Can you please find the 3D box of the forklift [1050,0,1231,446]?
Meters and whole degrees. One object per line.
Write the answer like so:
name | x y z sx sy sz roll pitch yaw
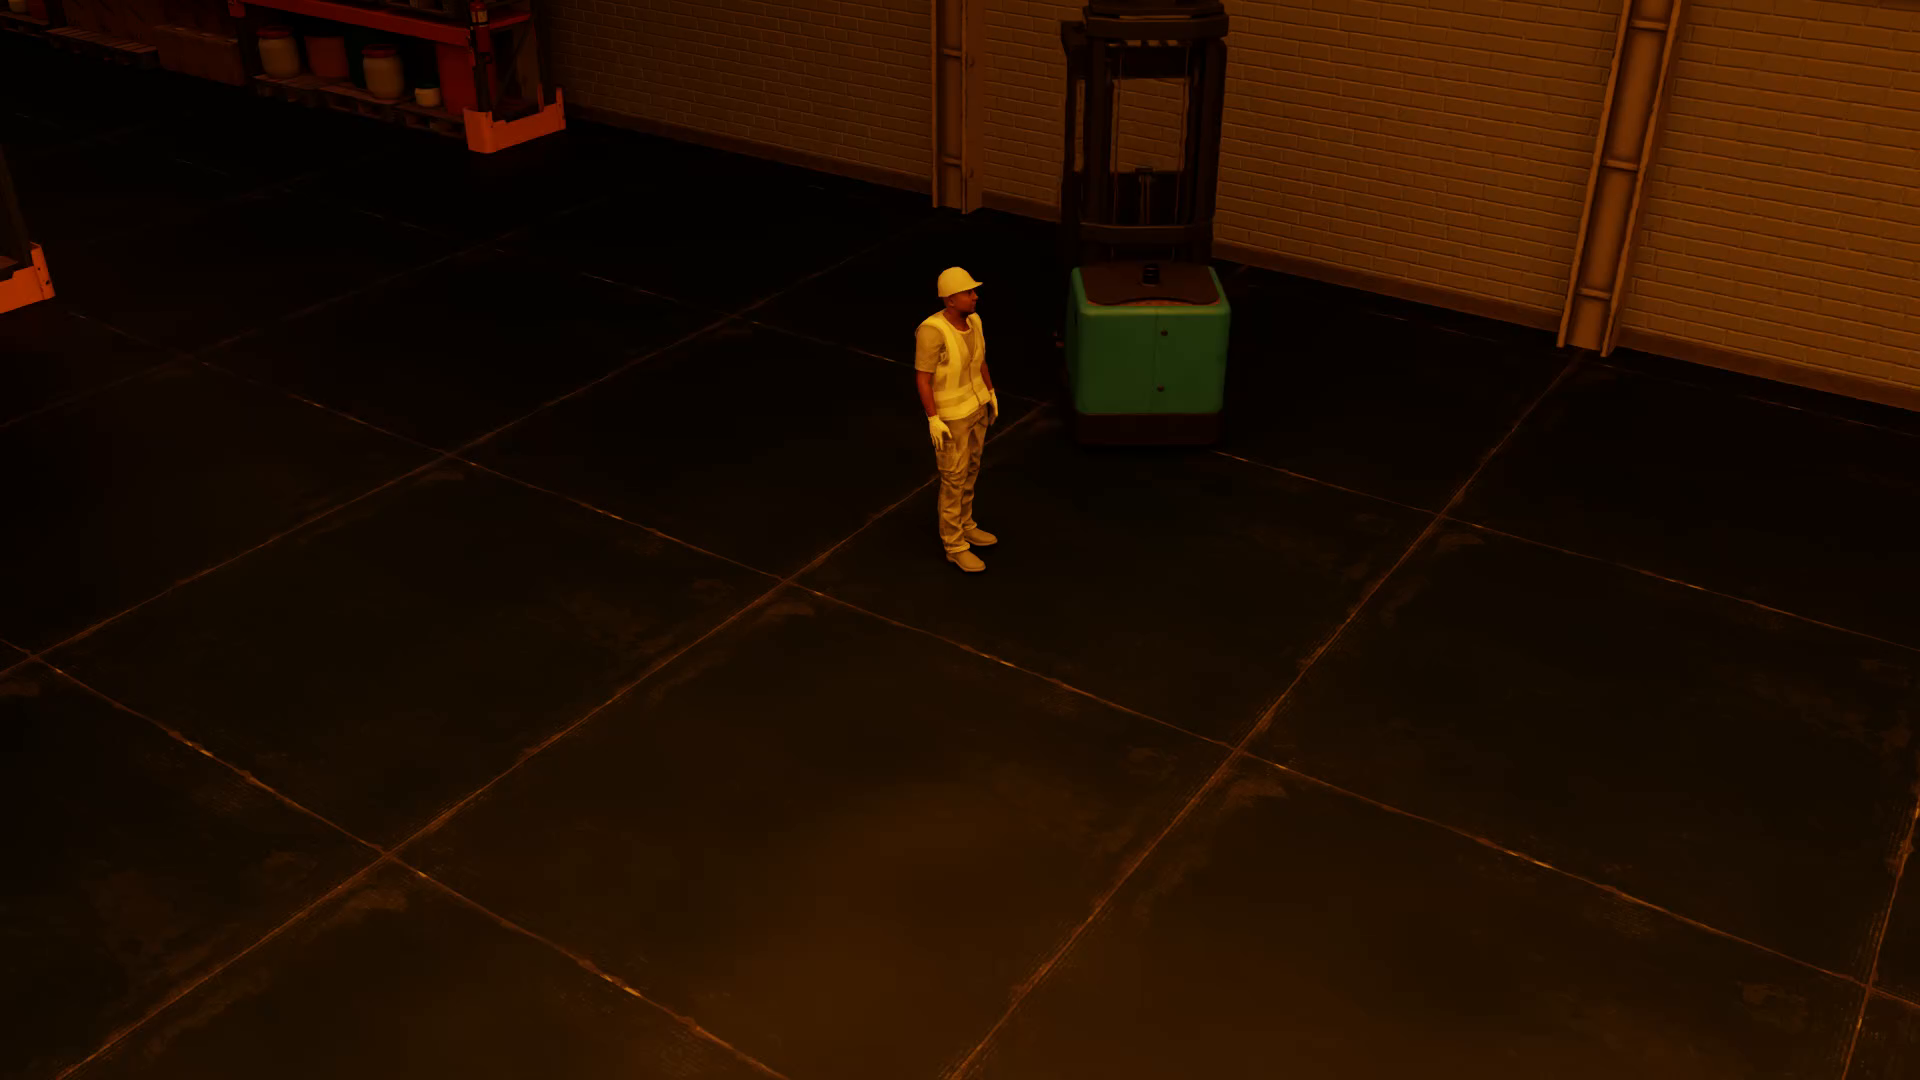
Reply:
forklift | 1.276 -2.618 12.090 1.130 2.935 3.031 -1 30 -1

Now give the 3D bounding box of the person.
person | 0.054 -0.754 10.007 0.577 1.782 0.656 19 35 29
